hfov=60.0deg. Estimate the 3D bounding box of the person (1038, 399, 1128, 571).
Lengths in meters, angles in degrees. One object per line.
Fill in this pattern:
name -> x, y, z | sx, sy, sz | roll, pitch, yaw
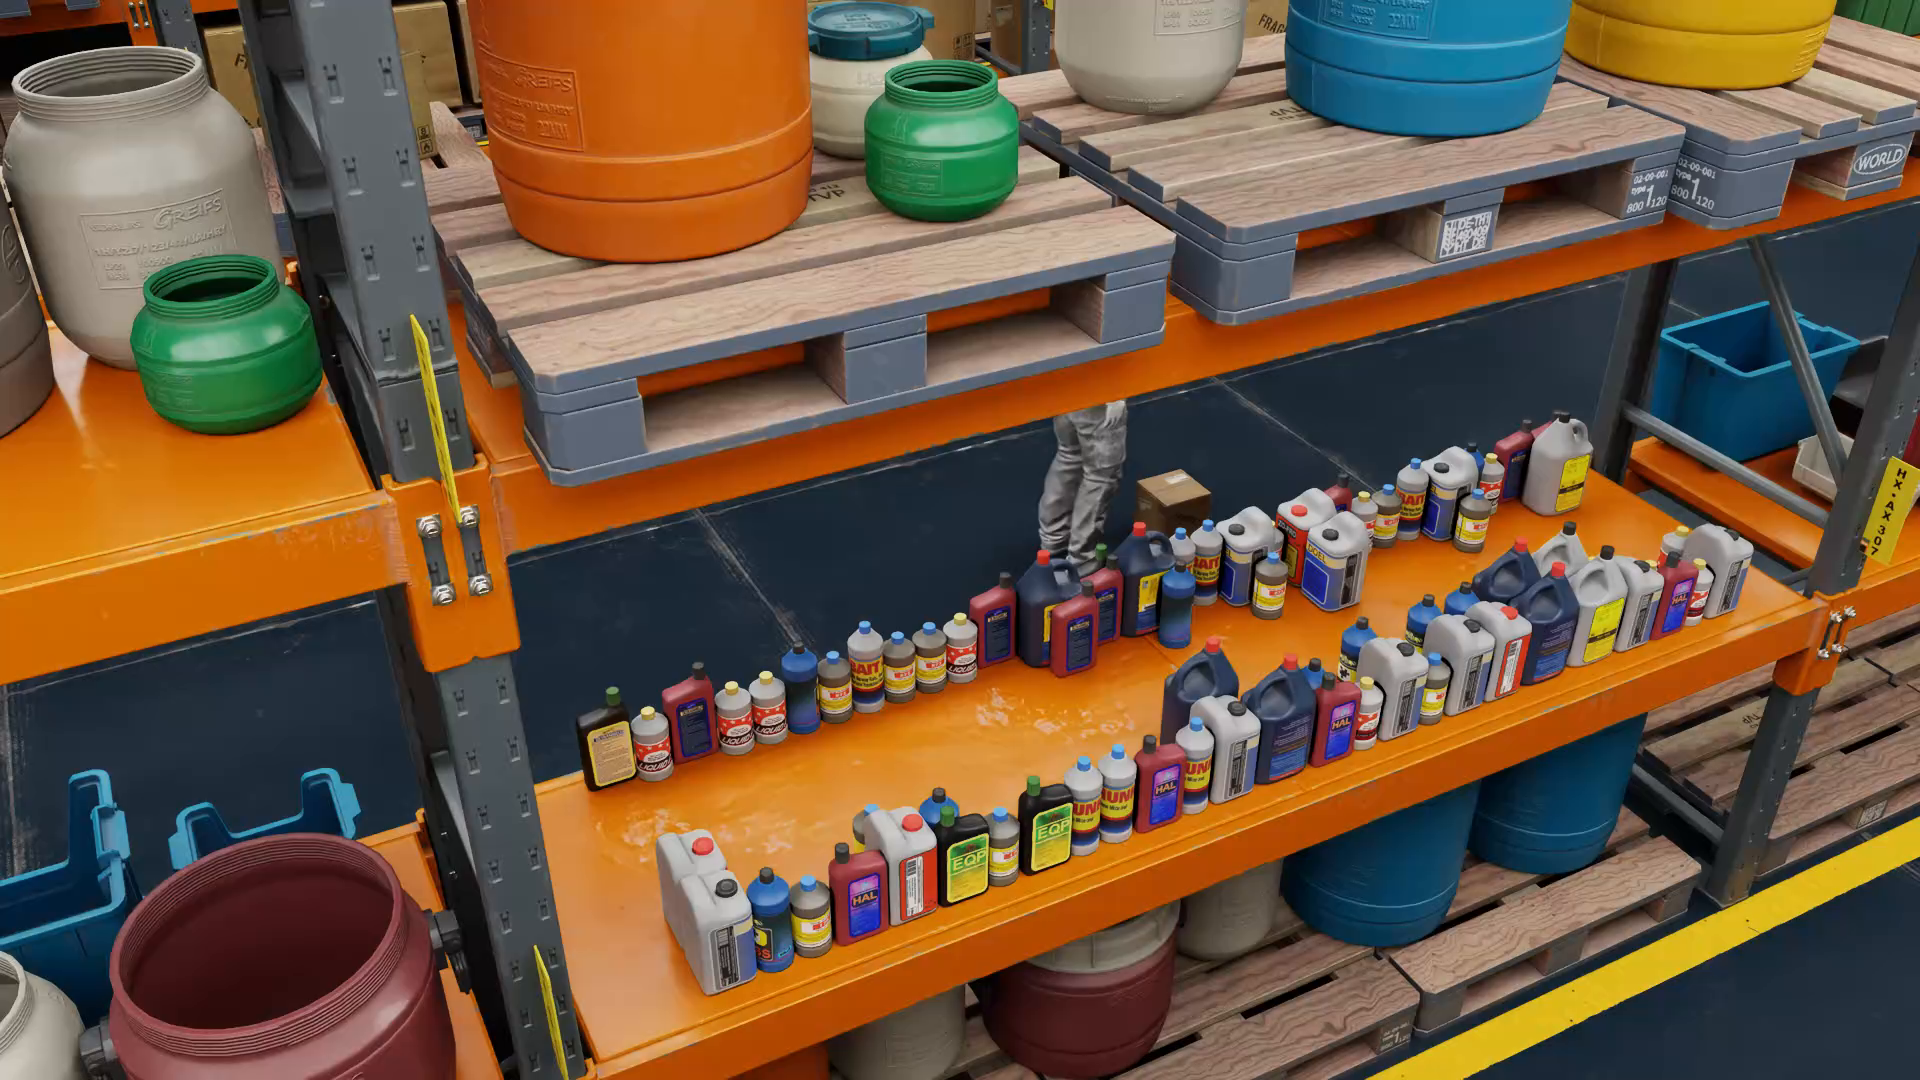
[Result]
person -> 0.532, -0.668, 7.172 | 0.367, 1.775, 0.551 | -15, 36, -22
